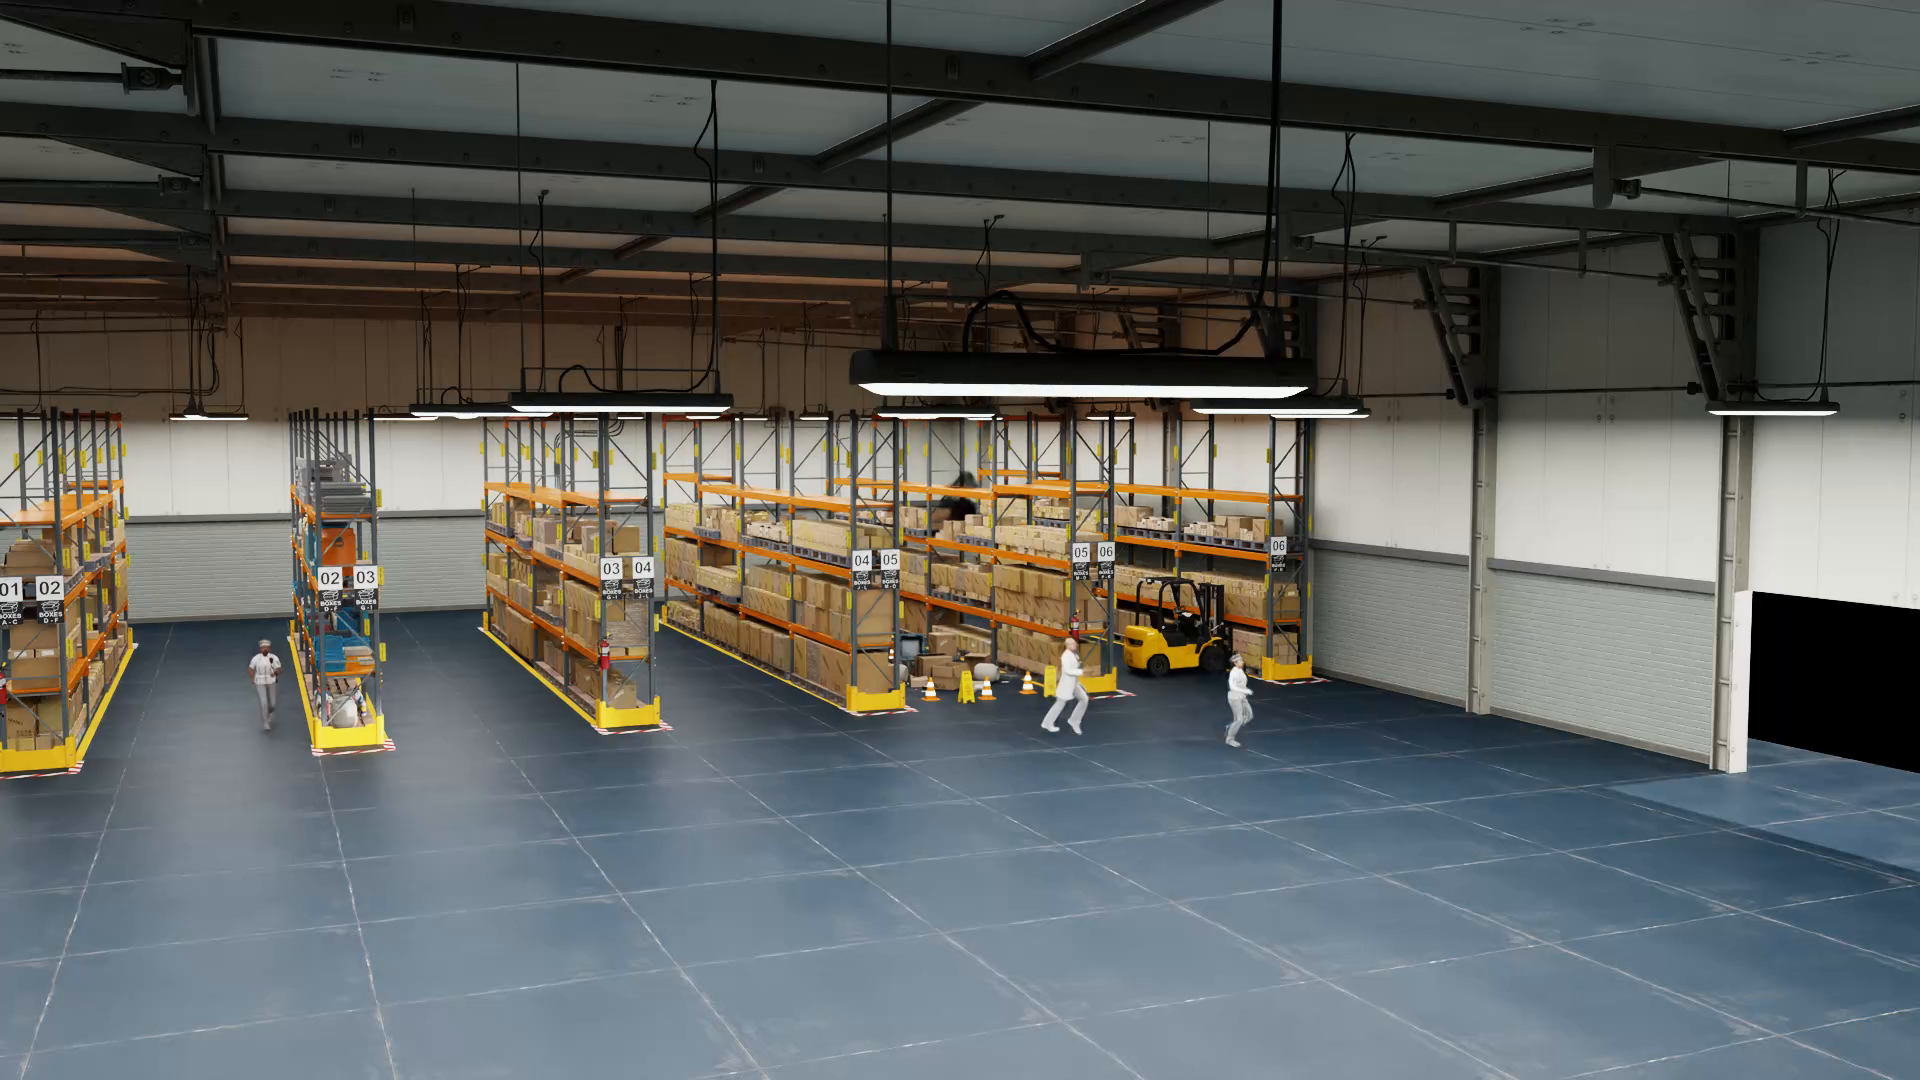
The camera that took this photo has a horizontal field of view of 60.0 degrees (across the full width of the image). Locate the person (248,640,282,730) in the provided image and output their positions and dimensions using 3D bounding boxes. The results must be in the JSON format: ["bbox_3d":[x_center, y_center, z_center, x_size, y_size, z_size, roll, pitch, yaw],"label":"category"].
[{"bbox_3d":[-13.056,2.697,31.258,0.588,1.666,0.805,-2,4,-26],"label":"person"}]

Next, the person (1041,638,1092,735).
[{"bbox_3d":[1.996,2.693,30.636,0.965,1.805,0.728,2,4,26],"label":"person"}]

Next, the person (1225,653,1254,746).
[{"bbox_3d":[4.969,2.823,29.492,0.513,1.668,0.668,2,4,25],"label":"person"}]

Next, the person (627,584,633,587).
[{"bbox_3d":[-9.542,1.476,48.414,0.741,1.764,0.685,3,5,35],"label":"person"}]
